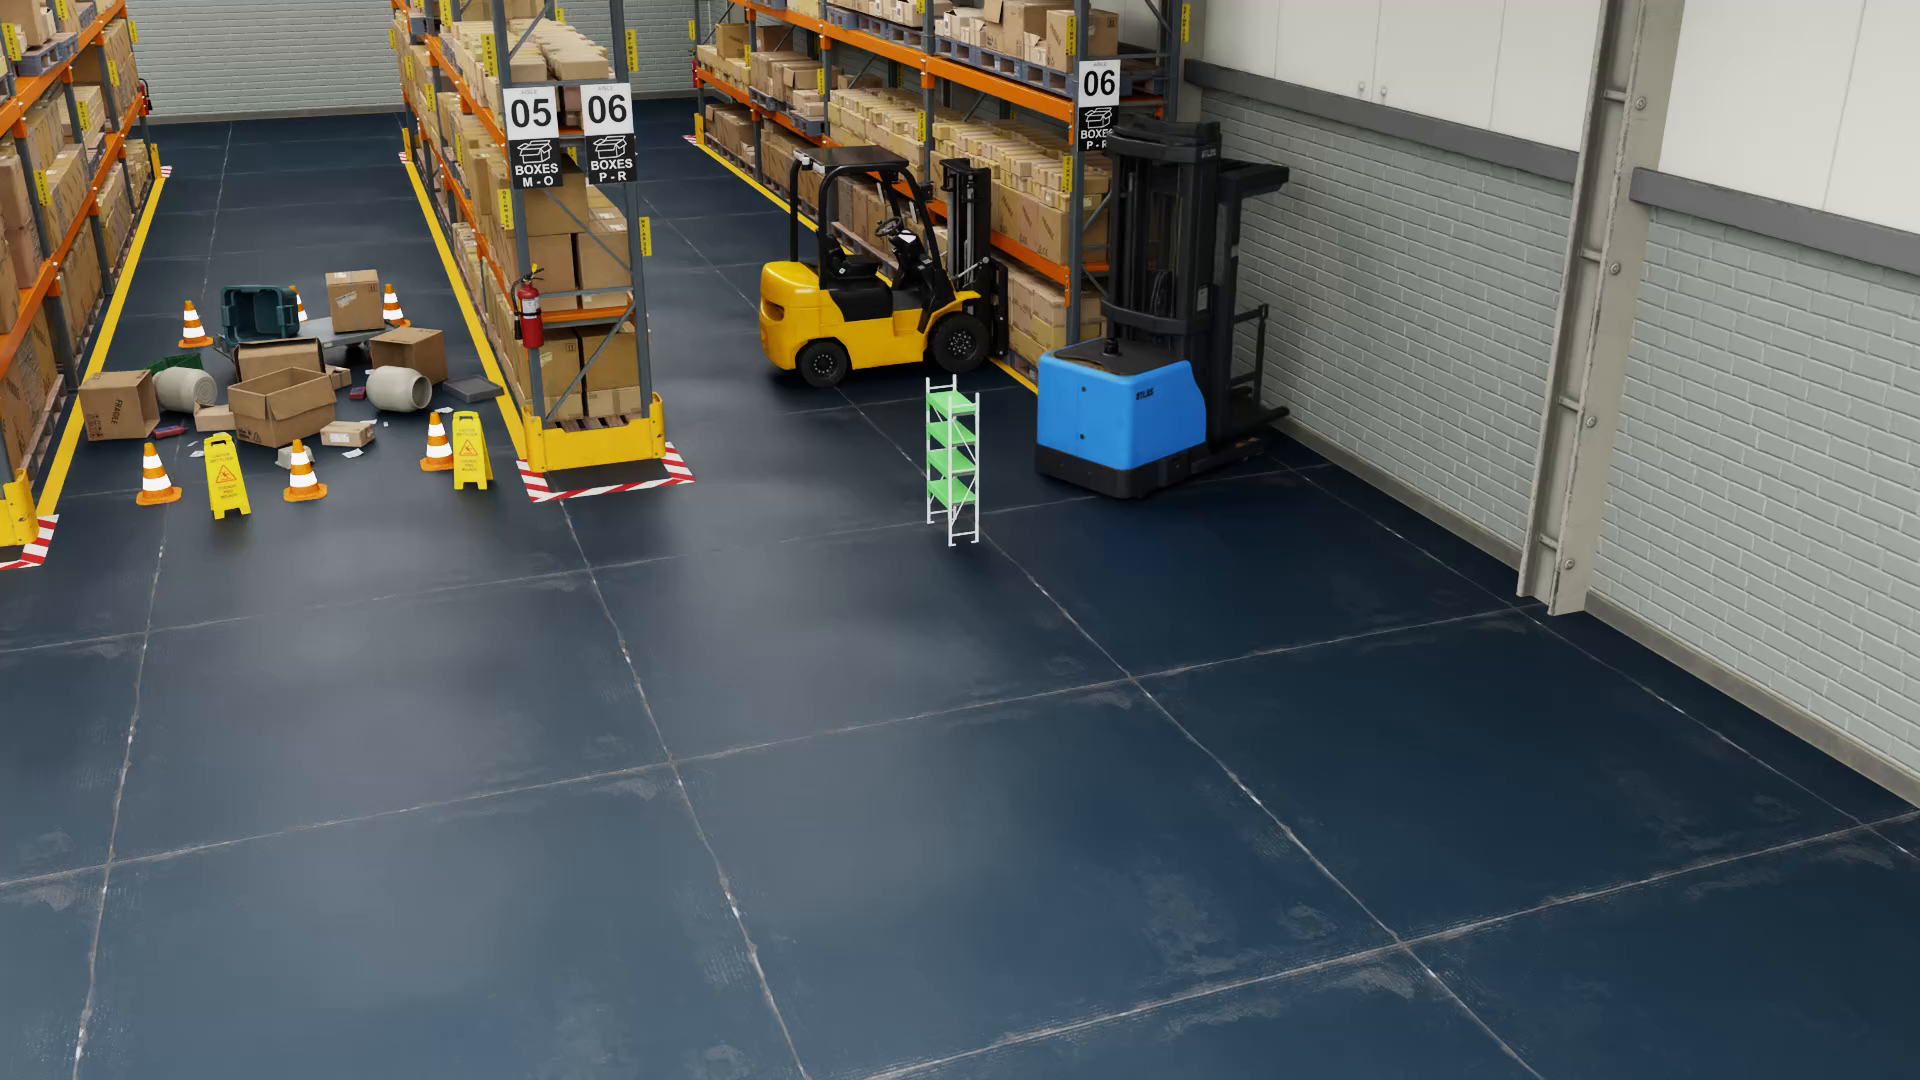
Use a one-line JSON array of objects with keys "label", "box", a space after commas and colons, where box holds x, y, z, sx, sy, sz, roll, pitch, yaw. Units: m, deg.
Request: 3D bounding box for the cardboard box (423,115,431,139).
[{"label": "cardboard box", "box": [-6.963, -5.602, 22.495, 0.500, 0.250, 0.500, -9, 24, -20]}]

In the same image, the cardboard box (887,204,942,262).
[{"label": "cardboard box", "box": [-0.383, -3.772, 20.478, 0.875, 0.625, 0.625, -9, 24, -20]}]

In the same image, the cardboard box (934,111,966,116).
[{"label": "cardboard box", "box": [-0.151, -5.083, 20.108, 0.380, 0.149, 0.250, -8, 24, -19]}]

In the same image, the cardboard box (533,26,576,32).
[{"label": "cardboard box", "box": [-3.861, -4.801, 15.837, 0.380, 0.149, 0.250, -8, 24, -17]}]

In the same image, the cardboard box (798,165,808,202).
[{"label": "cardboard box", "box": [-2.039, -5.194, 24.012, 0.500, 0.500, 0.500, -7, 24, -17]}]

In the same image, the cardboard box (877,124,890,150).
[{"label": "cardboard box", "box": [-0.697, -4.879, 20.136, 0.500, 0.250, 0.500, -8, 24, -18]}]

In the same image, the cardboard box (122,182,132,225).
[{"label": "cardboard box", "box": [-11.488, -4.517, 22.407, 0.500, 0.500, 0.500, -9, 24, -20]}]

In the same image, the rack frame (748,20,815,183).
[{"label": "rack frame", "box": [-2.747, -7.108, 25.877, 1.000, 3.000, 0.127, -8, 24, -19]}]

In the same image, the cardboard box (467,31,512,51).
[{"label": "cardboard box", "box": [-4.351, -4.624, 15.417, 0.380, 0.149, 0.250, -9, 25, -21]}]

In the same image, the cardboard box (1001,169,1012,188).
[{"label": "cardboard box", "box": [0.631, -3.644, 16.692, 0.380, 0.149, 0.250, -8, 24, -19]}]

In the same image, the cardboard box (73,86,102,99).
[{"label": "cardboard box", "box": [-11.660, -5.943, 22.129, 0.380, 0.149, 0.250, -7, 24, -17]}]

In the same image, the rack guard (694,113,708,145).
[{"label": "rack guard", "box": [-4.133, -7.382, 29.745, 1.175, 0.500, 0.348, -8, 24, -19]}]

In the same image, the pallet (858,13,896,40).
[{"label": "pallet", "box": [-0.613, -6.310, 20.364, 1.003, 0.211, 1.213, -7, 24, -17]}]

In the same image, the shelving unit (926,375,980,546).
[{"label": "shelving unit", "box": [-0.059, -0.613, 12.783, 0.258, 1.200, 0.503, -8, 24, -19]}]

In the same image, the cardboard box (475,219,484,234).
[{"label": "cardboard box", "box": [-4.752, -3.245, 17.034, 0.380, 0.149, 0.250, -8, 24, -19]}]

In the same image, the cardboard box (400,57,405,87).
[{"label": "cardboard box", "box": [-8.697, -7.532, 26.753, 0.500, 0.500, 0.500, -9, 24, -20]}]

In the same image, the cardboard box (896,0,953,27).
[{"label": "cardboard box", "box": [-0.405, -6.012, 18.859, 0.500, 0.311, 0.500, -9, 25, -21]}]

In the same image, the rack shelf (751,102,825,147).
[{"label": "rack shelf", "box": [-2.041, -6.050, 24.293, 1.077, 0.370, 4.000, -8, 24, -19]}]

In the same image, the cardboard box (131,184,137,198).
[{"label": "cardboard box", "box": [-11.813, -4.903, 23.391, 0.380, 0.149, 0.250, -7, 24, -17]}]

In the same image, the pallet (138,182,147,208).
[{"label": "pallet", "box": [-12.690, -5.108, 24.722, 1.003, 0.211, 1.213, -8, 24, -19]}]

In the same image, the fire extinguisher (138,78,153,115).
[{"label": "fire extinguisher", "box": [-13.055, -7.111, 26.463, 0.296, 0.674, 0.183, -8, 24, -19]}]

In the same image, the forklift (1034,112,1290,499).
[{"label": "forklift", "box": [2.041, -2.159, 14.221, 3.031, 2.935, 1.130, -21, 30, -40]}]

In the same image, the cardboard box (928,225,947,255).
[{"label": "cardboard box", "box": [-0.044, -3.370, 18.720, 0.500, 0.250, 0.500, -9, 24, -20]}]

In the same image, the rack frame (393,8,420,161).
[{"label": "rack frame", "box": [-8.803, -7.879, 27.706, 1.000, 3.000, 0.127, -8, 24, -19]}]

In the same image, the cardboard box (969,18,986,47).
[{"label": "cardboard box", "box": [0.319, -5.181, 16.945, 0.396, 0.266, 0.258, -9, 24, -20]}]

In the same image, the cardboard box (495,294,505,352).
[{"label": "cardboard box", "box": [-4.226, -2.158, 16.166, 0.500, 0.500, 0.500, -7, 24, -16]}]

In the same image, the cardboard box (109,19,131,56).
[{"label": "cardboard box", "box": [-13.003, -7.675, 25.423, 0.500, 0.500, 0.500, -9, 24, -20]}]

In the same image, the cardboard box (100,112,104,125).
[{"label": "cardboard box", "box": [-11.567, -5.576, 22.025, 0.380, 0.149, 0.250, -8, 24, -19]}]

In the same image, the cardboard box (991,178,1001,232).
[{"label": "cardboard box", "box": [0.529, -3.494, 17.173, 0.500, 0.500, 0.500, -8, 24, -19]}]

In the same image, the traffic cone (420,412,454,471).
[{"label": "traffic cone", "box": [-4.509, -0.876, 14.357, 0.336, 0.463, 0.334, -8, 24, -19]}]

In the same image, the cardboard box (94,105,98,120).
[{"label": "cardboard box", "box": [-11.379, -5.523, 21.514, 0.380, 0.149, 0.250, -9, 25, -21]}]

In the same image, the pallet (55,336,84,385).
[{"label": "pallet", "box": [-9.502, -1.788, 16.845, 1.003, 0.211, 1.213, -8, 24, -19]}]

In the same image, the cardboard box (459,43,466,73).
[{"label": "cardboard box", "box": [-4.473, -4.586, 15.840, 0.500, 0.250, 0.500, -9, 24, -19]}]

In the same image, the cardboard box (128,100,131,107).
[{"label": "cardboard box", "box": [-12.685, -6.594, 24.981, 0.380, 0.149, 0.250, -9, 25, -21]}]

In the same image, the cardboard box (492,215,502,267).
[{"label": "cardboard box", "box": [-3.946, -2.773, 15.080, 0.500, 0.500, 0.500, -8, 24, -19]}]

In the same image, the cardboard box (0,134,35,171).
[{"label": "cardboard box", "box": [-9.523, -3.676, 16.318, 0.700, 0.500, 0.500, -9, 24, -20]}]

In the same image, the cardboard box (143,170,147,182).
[{"label": "cardboard box", "box": [-12.570, -5.521, 25.241, 0.380, 0.149, 0.250, -9, 25, -21]}]

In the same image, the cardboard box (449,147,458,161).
[{"label": "cardboard box", "box": [-5.836, -4.591, 19.687, 0.380, 0.149, 0.250, -8, 24, -19]}]

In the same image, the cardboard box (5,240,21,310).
[{"label": "cardboard box", "box": [-8.440, -2.152, 13.925, 0.875, 0.550, 0.500, -8, 24, -19]}]

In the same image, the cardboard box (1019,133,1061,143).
[{"label": "cardboard box", "box": [0.850, -4.239, 17.721, 0.380, 0.149, 0.250, -9, 24, -20]}]

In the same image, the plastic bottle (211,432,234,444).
[{"label": "plastic bottle", "box": [-6.652, -0.918, 14.972, 0.133, 0.061, 0.283, -18, 29, -37]}]

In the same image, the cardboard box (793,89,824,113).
[{"label": "cardboard box", "box": [-2.010, -6.118, 23.180, 0.500, 0.250, 0.500, -10, 25, -21]}]

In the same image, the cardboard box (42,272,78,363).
[{"label": "cardboard box", "box": [-9.462, -2.173, 16.524, 1.050, 0.750, 0.750, -8, 24, -19]}]

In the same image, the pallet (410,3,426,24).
[{"label": "pallet", "box": [-6.651, -6.900, 21.765, 1.003, 0.211, 1.213, -7, 24, -17]}]

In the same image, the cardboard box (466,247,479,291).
[{"label": "cardboard box", "box": [-5.255, -3.205, 19.459, 0.950, 0.372, 0.625, -8, 24, -17]}]

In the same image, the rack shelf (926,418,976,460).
[{"label": "rack shelf", "box": [-0.059, -0.775, 12.715, 0.258, 0.148, 0.480, -8, 24, -19]}]

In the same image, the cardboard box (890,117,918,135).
[{"label": "cardboard box", "box": [-0.612, -4.905, 19.685, 0.380, 0.149, 0.250, -9, 25, -21]}]

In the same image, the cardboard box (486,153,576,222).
[{"label": "cardboard box", "box": [-3.707, -3.050, 14.450, 0.700, 0.500, 0.500, -8, 24, -18]}]

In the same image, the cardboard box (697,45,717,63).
[{"label": "cardboard box", "box": [-4.252, -8.428, 28.818, 0.500, 0.250, 0.500, -8, 24, -19]}]

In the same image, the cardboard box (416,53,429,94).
[{"label": "cardboard box", "box": [-7.123, -6.370, 22.709, 0.500, 0.500, 0.500, -9, 24, -20]}]

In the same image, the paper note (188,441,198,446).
[{"label": "paper note", "box": [-6.880, -0.864, 14.910, 0.032, 0.001, 0.123, 4, 23, 9]}]

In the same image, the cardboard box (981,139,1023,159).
[{"label": "cardboard box", "box": [0.443, -4.070, 17.321, 0.380, 0.149, 0.250, -8, 24, -19]}]

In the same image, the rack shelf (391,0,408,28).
[{"label": "rack shelf", "box": [-8.096, -8.204, 25.539, 1.077, 0.370, 4.000, -8, 24, -19]}]

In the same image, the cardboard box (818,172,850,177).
[{"label": "cardboard box", "box": [-1.746, -5.140, 23.050, 0.380, 0.149, 0.250, -10, 25, -22]}]

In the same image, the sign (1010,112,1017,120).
[{"label": "sign", "box": [0.598, -4.714, 18.979, 0.100, 0.325, 0.005, -8, 24, -19]}]

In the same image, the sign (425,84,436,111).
[{"label": "sign", "box": [-6.495, -5.429, 20.401, 0.100, 0.325, 0.005, -8, 24, -19]}]
